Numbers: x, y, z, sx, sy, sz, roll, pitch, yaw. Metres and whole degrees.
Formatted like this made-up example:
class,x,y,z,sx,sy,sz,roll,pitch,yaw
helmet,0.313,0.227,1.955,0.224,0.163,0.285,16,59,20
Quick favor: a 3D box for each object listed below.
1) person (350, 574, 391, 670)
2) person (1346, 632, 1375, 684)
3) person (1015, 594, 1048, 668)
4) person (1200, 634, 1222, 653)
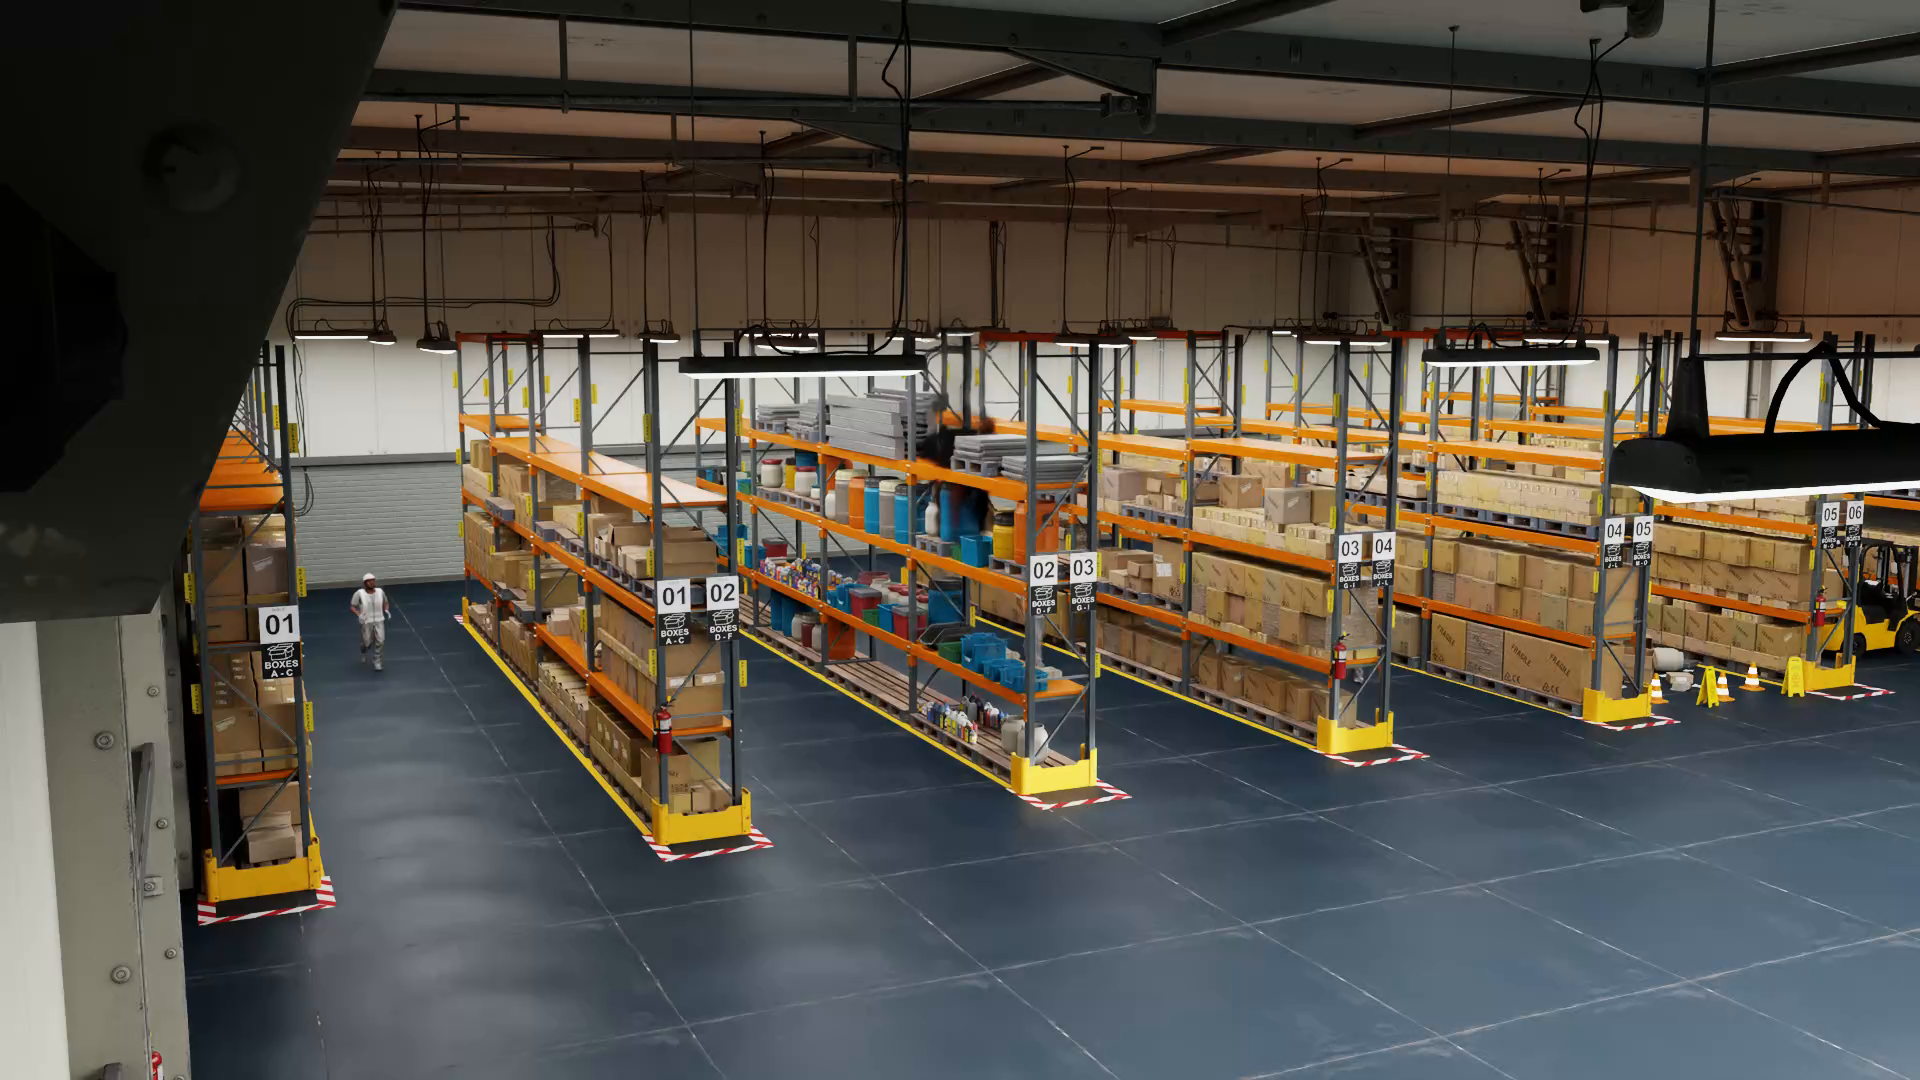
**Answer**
class,x,y,z,sx,sy,sz,roll,pitch,yaw
person,-10.553,1.460,29.821,0.685,1.735,0.658,-6,9,-36
person,6.891,1.690,28.789,0.534,1.553,0.557,-6,10,-37
person,1.390,1.395,30.261,0.688,1.767,0.852,-3,8,-21
person,4.745,1.332,31.121,0.563,1.665,0.801,-3,8,-20
